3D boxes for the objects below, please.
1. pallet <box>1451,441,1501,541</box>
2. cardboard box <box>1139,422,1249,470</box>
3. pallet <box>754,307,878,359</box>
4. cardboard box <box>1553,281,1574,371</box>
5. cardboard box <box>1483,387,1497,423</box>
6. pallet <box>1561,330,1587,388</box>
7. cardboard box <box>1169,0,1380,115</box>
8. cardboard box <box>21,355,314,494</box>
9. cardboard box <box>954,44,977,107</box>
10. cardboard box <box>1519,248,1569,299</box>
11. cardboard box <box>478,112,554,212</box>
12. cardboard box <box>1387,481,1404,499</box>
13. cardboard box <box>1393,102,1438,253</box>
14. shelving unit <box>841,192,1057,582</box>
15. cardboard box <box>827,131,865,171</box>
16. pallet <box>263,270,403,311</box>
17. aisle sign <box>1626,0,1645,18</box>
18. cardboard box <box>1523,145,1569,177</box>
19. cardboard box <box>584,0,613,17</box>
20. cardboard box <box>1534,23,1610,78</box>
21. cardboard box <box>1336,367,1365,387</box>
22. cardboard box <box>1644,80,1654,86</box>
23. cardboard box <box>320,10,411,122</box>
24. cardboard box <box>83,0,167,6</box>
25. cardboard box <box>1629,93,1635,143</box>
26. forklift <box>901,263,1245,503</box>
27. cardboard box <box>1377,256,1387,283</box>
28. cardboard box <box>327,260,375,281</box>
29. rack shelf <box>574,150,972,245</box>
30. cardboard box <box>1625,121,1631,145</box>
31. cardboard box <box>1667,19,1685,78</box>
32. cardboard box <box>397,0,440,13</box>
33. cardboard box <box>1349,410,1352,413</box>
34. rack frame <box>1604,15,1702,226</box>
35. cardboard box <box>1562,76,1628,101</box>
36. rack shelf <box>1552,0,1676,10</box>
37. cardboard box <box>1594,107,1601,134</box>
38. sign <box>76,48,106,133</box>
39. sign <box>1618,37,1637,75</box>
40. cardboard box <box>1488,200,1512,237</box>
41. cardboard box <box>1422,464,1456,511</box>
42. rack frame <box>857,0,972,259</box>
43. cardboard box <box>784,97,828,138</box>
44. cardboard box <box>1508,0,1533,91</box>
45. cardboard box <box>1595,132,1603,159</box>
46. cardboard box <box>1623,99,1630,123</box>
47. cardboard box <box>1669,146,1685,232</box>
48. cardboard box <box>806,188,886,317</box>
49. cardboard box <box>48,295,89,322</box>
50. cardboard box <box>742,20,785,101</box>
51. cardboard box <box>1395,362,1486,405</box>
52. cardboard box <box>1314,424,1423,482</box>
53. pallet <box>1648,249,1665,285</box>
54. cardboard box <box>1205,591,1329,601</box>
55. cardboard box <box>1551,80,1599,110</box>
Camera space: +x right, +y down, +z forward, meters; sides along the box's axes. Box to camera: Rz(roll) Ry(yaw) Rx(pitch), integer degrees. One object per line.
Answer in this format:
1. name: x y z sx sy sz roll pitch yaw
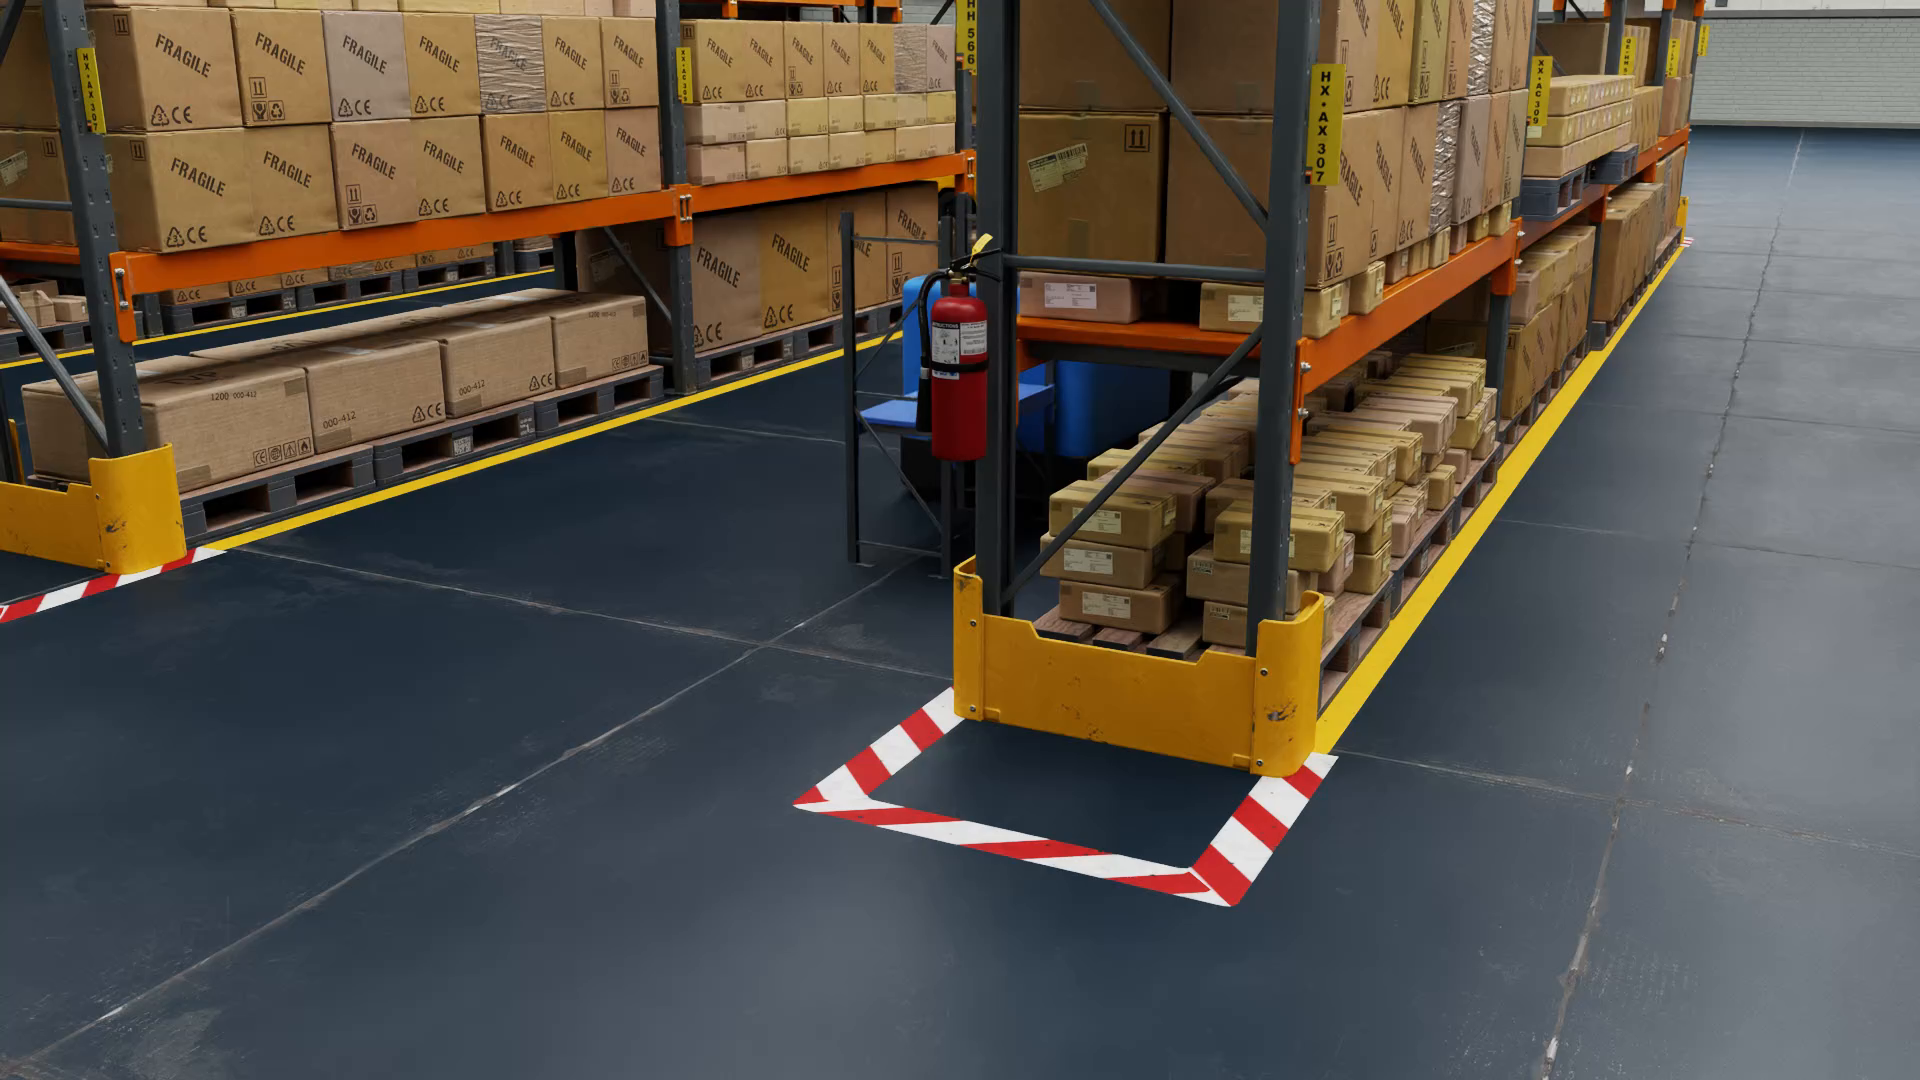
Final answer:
1. pallet: 2.041 -0.310 8.198 1.003 0.211 1.213 8 18 25
2. cardboard box: 0.941 -0.363 6.702 0.380 0.149 0.250 9 19 27
3. pallet: -1.342 -1.608 12.566 1.003 0.211 1.213 8 18 25
4. cardboard box: 3.580 -1.375 10.538 0.500 0.500 0.500 7 18 23
5. cardboard box: 2.454 -0.679 8.289 0.380 0.149 0.250 9 19 26
6. pallet: 3.747 -1.306 11.549 1.003 0.211 1.213 8 18 25
7. cardboard box: 0.961 -1.554 5.034 0.500 0.500 0.500 8 18 25
8. cardboard box: -3.746 -0.561 7.909 0.875 0.438 0.875 7 18 24
9. cardboard box: 0.032 -3.922 14.026 0.500 0.500 0.500 8 18 24
10. cardboard box: 3.344 -1.605 9.995 0.500 0.250 0.500 9 19 27
11. cardboard box: -2.579 -2.062 9.023 0.500 0.500 0.500 8 18 25
12. cardboard box: 1.648 -0.291 6.982 0.380 0.149 0.250 9 19 28
13. cardboard box: 1.417 -1.336 6.056 0.500 0.500 0.500 8 18 26
14. shelving unit: -0.020 -0.709 7.278 0.538 1.500 1.048 8 18 26
15. cardboard box: -1.026 -2.820 12.013 0.500 0.250 0.500 8 18 24
16. pallet: -5.732 -2.244 14.709 1.003 0.211 1.213 8 18 25
17. aisle sign: 7.435 -6.181 18.502 0.394 0.787 0.004 8 18 25
18. cardboard box: 2.897 -1.945 8.508 0.380 0.149 0.250 7 18 23
19. cardboard box: -2.231 -3.092 9.596 0.380 0.149 0.250 9 19 27
20. cardboard box: 4.307 -3.482 12.046 0.700 0.500 0.500 8 18 25
21. cardboard box: 1.726 -0.748 7.997 0.380 0.149 0.250 8 18 25
22. cardboard box: 6.039 -4.027 15.552 0.875 0.550 0.550 8 18 25
23. cardboard box: -3.034 -2.285 8.019 0.500 0.500 0.500 8 18 25
24. cardboard box: -3.545 -2.301 6.932 0.380 0.149 0.250 9 19 27
25. cardboard box: 4.764 -3.099 12.514 0.500 0.500 0.500 8 18 25
26. forklift: 0.834 -1.928 8.867 1.130 2.935 3.031 8 18 26
27. cardboard box: 1.342 -1.005 6.081 0.380 0.149 0.250 8 18 25
28. cardboard box: -5.495 -2.549 14.492 0.500 0.500 0.500 7 18 23
29. rack shelf: -1.270 -2.591 12.243 1.077 0.370 4.000 8 18 25
30. cardboard box: 4.288 -2.738 11.178 0.380 0.149 0.250 8 19 26
31. cardboard box: 6.586 -4.814 16.305 0.875 0.550 0.550 8 18 25
32. cardboard box: -2.814 -2.691 8.244 0.380 0.149 0.250 8 18 24
33. cardboard box: 1.629 -0.537 7.811 0.380 0.149 0.250 7 18 23
34. rack frame: 7.672 -4.879 18.683 1.000 3.000 0.127 8 18 25
35. cardboard box: 4.057 -2.894 10.657 0.380 0.149 0.250 9 19 27
36. rack shelf: 4.991 -4.444 13.212 1.077 0.370 4.000 8 18 25
37. cardboard box: 3.479 -2.422 9.593 0.380 0.149 0.250 8 18 24
38. sign: -3.457 -1.788 6.618 0.100 0.325 0.005 8 18 25
39. sign: 4.587 -3.292 11.444 0.100 0.325 0.005 8 18 25
40. cardboard box: 2.374 -1.520 7.815 0.380 0.149 0.250 8 18 24
41. cardboard box: 1.977 -0.250 7.368 0.380 0.149 0.250 8 18 25
42. rack frame: -0.376 -3.445 13.856 1.000 3.000 0.127 8 18 25
43. cardboard box: -1.258 -2.932 11.512 0.500 0.250 0.500 8 18 26
44. cardboard box: 2.342 -2.338 7.674 0.500 0.500 0.500 7 18 23
45. cardboard box: 3.591 -2.342 9.845 0.380 0.149 0.250 7 18 23
46. cardboard box: 4.166 -2.813 10.907 0.380 0.149 0.250 9 19 27
47. cardboard box: 7.428 -3.881 18.315 0.875 0.875 0.875 8 18 26
48. cardboard box: -1.162 -2.236 12.778 0.875 0.875 0.875 8 18 26
49. cardboard box: -6.592 -1.712 12.291 0.380 0.149 0.250 7 18 24
50. cardboard box: -1.507 -3.162 10.971 0.500 0.500 0.500 8 18 25
51. cardboard box: 2.305 -0.748 8.000 0.380 0.149 0.250 8 18 26
52. cardboard box: 1.631 -0.351 6.664 0.380 0.149 0.250 8 19 26
53. pallet: 6.294 -2.707 16.268 1.003 0.211 1.213 8 18 25
54. cardboard box: 1.087 0.192 5.879 0.380 0.149 0.250 8 18 25
55. cardboard box: 3.361 -2.496 9.317 0.380 0.149 0.250 8 18 25
